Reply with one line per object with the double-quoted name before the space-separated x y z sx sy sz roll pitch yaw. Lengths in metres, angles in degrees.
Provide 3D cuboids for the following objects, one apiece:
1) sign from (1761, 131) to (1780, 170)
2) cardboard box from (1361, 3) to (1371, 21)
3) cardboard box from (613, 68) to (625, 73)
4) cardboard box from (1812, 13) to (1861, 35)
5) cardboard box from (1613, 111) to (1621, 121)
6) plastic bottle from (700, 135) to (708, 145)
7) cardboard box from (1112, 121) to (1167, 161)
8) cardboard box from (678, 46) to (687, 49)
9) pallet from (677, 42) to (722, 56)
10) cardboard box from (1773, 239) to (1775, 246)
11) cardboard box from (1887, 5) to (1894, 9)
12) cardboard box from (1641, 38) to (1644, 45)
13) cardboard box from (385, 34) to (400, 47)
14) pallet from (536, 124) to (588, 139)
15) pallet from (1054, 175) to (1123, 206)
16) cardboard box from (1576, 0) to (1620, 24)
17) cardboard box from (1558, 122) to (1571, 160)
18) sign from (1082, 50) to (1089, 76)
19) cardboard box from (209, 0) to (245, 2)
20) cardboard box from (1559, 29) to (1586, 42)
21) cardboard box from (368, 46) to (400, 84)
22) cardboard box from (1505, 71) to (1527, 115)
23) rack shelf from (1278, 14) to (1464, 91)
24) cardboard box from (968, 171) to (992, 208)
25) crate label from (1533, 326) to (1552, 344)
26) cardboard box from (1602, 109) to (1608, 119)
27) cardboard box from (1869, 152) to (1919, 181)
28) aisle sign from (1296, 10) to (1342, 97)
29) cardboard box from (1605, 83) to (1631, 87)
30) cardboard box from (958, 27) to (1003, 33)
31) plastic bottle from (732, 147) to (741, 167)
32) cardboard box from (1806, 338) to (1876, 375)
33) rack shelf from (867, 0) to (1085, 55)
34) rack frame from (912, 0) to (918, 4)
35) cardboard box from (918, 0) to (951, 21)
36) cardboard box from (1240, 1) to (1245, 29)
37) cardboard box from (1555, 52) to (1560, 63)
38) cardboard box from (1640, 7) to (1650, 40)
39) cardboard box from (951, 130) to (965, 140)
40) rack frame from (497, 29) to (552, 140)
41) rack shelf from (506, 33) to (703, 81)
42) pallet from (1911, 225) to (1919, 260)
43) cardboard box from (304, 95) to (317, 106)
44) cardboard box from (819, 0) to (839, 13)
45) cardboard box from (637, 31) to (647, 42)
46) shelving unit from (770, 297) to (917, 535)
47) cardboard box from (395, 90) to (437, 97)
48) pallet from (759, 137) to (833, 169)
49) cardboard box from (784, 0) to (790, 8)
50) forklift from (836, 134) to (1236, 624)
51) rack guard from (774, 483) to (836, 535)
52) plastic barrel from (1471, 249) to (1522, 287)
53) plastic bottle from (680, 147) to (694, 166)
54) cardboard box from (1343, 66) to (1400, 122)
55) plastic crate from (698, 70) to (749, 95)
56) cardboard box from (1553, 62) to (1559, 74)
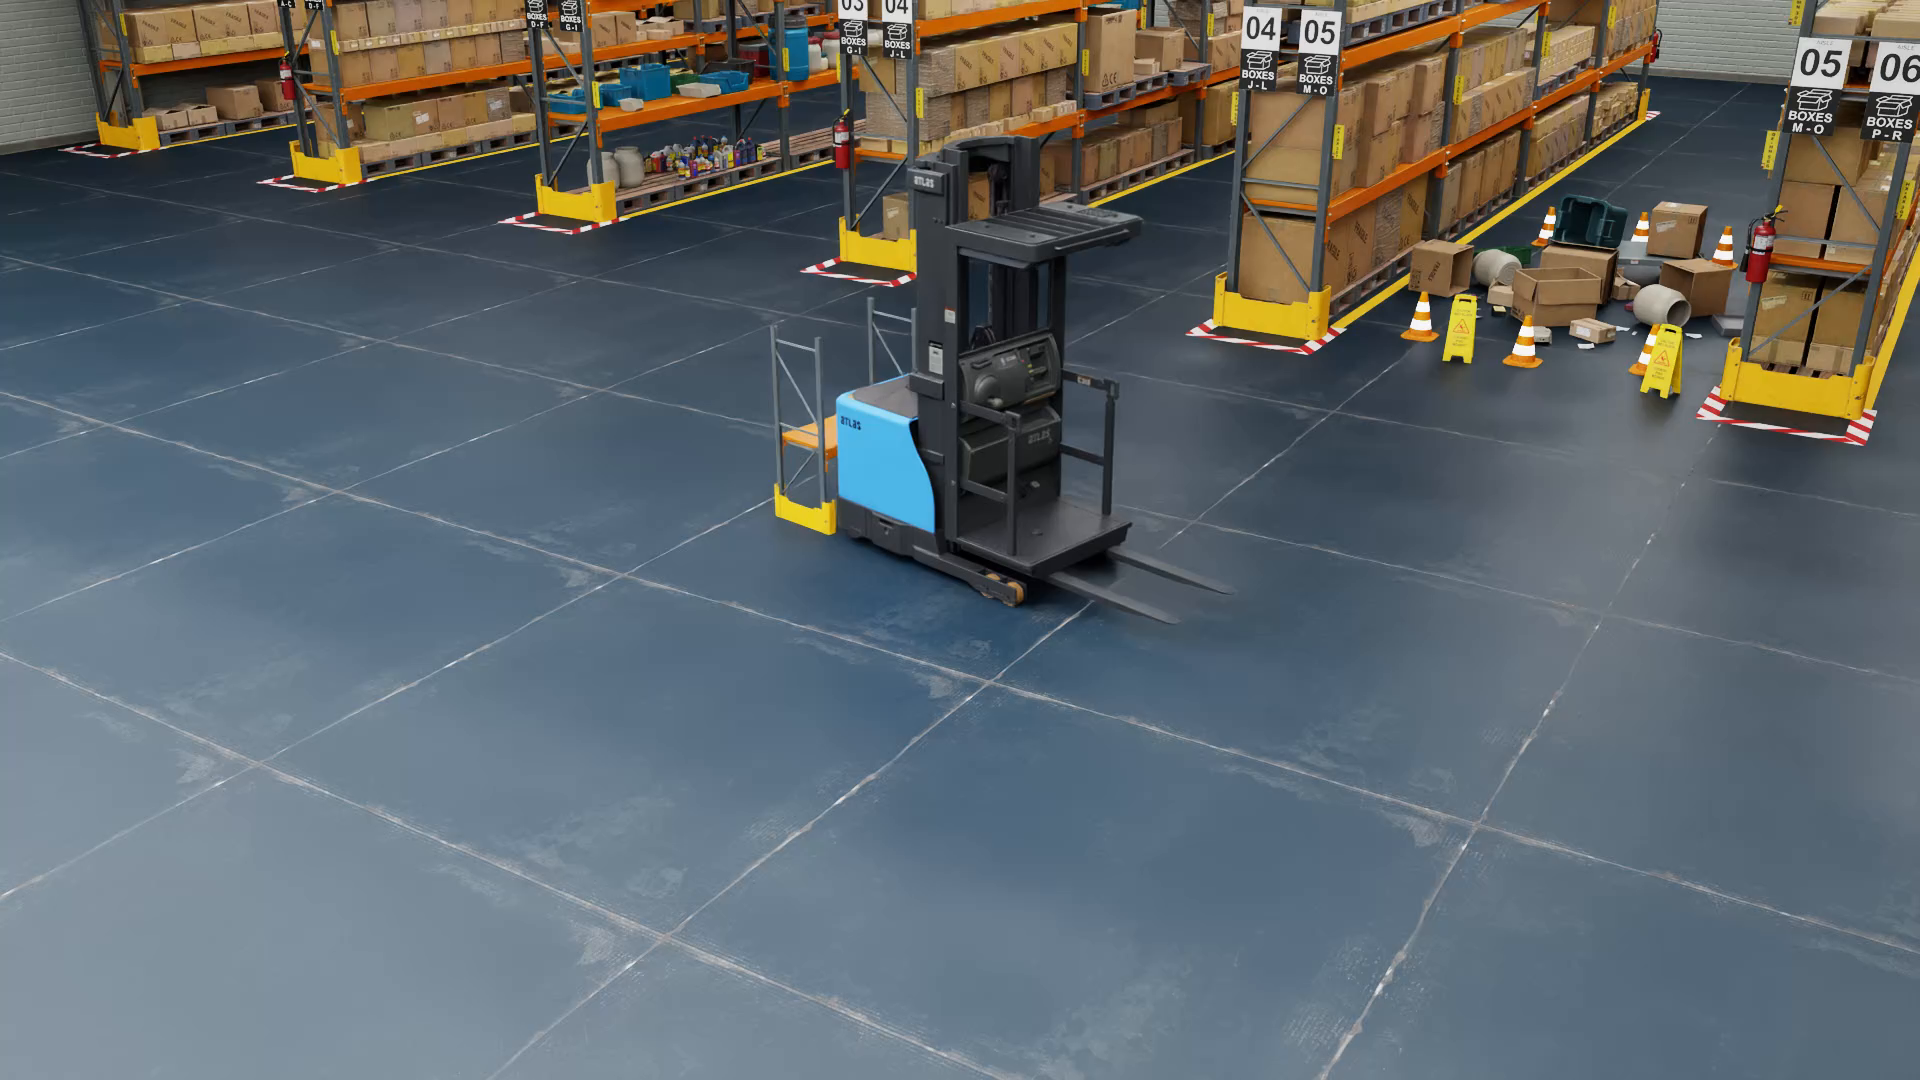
"sign" 7.036 -3.383 14.433 0.100 0.325 0.005 14 27 29
"cardboard box" 3.825 -5.221 16.420 0.380 0.149 0.250 14 27 29
"cardboard box" -5.912 -8.331 29.945 0.500 0.311 0.500 13 27 28
"cardboard box" 7.424 -4.386 14.143 0.380 0.149 0.250 14 27 29
"cardboard box" 10.954 -7.197 28.159 0.380 0.149 0.250 14 27 30
"plastic bottle" -3.799 -5.849 24.765 0.144 0.351 0.185 15 27 30
"cardboard box" 2.679 -5.994 24.914 0.700 0.500 0.500 11 26 25
"cardboard box" -6.468 -11.269 37.124 0.700 0.500 0.500 14 27 28
"pallet" -6.107 -11.198 37.851 1.003 0.211 1.213 14 27 29
"cardboard box" 7.552 -2.748 15.137 0.380 0.149 0.250 14 27 28
"cardboard box" 8.878 -5.110 16.317 0.500 0.250 0.500 14 27 29
"cardboard box" 11.583 -8.626 28.716 0.380 0.149 0.250 14 27 29
"cardboard box" -8.542 -7.426 24.686 0.380 0.149 0.250 13 27 28
"pallet" -6.871 -7.064 28.302 1.003 0.211 1.213 14 27 29
"pallet" 1.597 -4.993 23.519 1.003 0.211 1.213 14 27 29
"cardboard box" 10.013 -8.379 26.070 0.500 0.500 0.500 15 27 30
"cardboard box" 8.846 -6.034 25.031 0.500 0.500 0.500 13 27 28
"sign" 1.653 -6.296 21.928 0.100 0.325 0.005 14 27 29
"cardboard box" -12.406 -8.953 28.374 0.500 0.500 0.500 15 27 30
"cardboard box" 9.243 -7.633 25.145 0.380 0.149 0.250 13 27 27
"cardboard box" -8.806 -7.116 24.786 0.700 0.500 0.500 15 27 30
"cardboard box" 7.184 -5.956 22.106 0.500 0.500 0.500 14 27 29
"rack shelf" 4.293 -5.308 17.865 1.077 0.370 4.000 14 27 29
"cardboard box" 0.386 -4.508 21.505 0.500 0.500 0.500 11 26 24
"crate label" 5.867 -2.081 16.885 0.250 0.136 0.298 1 23 2
"cardboard box" 10.496 -7.085 27.526 0.380 0.149 0.250 15 28 31
"cardboard box" 8.782 -3.388 15.801 0.500 0.500 0.500 13 27 28
"aisle sign" 3.455 -4.692 16.042 0.394 0.787 0.004 14 27 29
"cardboard box" 11.433 -7.839 28.894 0.380 0.149 0.250 14 27 30
"cardboard box" 0.207 -6.215 21.071 0.500 0.500 0.500 14 27 29
"plastic bottle" -3.267 -5.597 24.268 0.061 0.283 0.133 16 28 32
"cardboard box" 8.157 -1.728 15.399 0.500 0.250 0.500 14 27 29
"rack shelf" 0.133 -6.381 20.345 1.077 0.370 4.000 14 27 29
"rack frame" -0.922 -7.413 18.046 1.000 3.000 0.127 14 27 29
"cardboard box" -0.449 -6.076 18.923 0.500 0.250 0.500 15 27 30
"cardboard box" 4.391 -8.557 26.851 0.797 0.503 0.637 15 27 31
"cardboard box" 8.428 -6.973 23.995 0.380 0.149 0.250 14 27 29
"cardboard box" 11.383 -8.791 28.280 0.500 0.500 0.500 13 27 28
"cardboard box" -0.163 -4.841 19.973 0.380 0.149 0.250 14 27 29
"rack frame" -7.227 -8.087 27.155 1.000 3.000 0.127 14 27 29
"rack shelf" -6.172 -8.432 28.857 1.077 0.370 4.000 14 27 29
"pallet" 11.303 -3.740 20.624 1.003 0.211 1.213 14 27 29
"cardboard box" -11.694 -7.839 29.594 0.380 0.166 0.250 10 25 22
"cardboard box" -2.506 -10.948 33.638 0.500 0.500 0.500 15 27 30
"cardboard box" -5.741 -8.880 29.302 0.380 0.149 0.250 16 28 33
"shelving unit" -0.839 -0.961 12.583 0.587 1.500 1.083 19 30 37
"cardboard box" -8.527 -6.764 26.089 0.500 0.500 0.500 14 27 29
"pallet" -2.639 -6.041 25.940 1.003 0.211 1.213 14 27 29
"cardboard box" -3.755 -10.667 32.461 0.700 0.500 0.500 19 30 37
"forklift" 0.499 -1.127 11.165 3.031 2.935 1.130 21 31 40
"rack guard" -1.165 -0.238 12.486 0.587 0.250 0.087 19 30 37
"plastic barrel" 6.053 -3.050 18.762 0.421 0.421 0.512 -7 24 -17
"plastic bottle" -3.983 -5.585 24.249 0.152 0.276 0.135 14 27 29
"cardboard box" 4.258 -4.839 18.105 0.875 0.550 0.500 14 27 29
"plastic crate" -3.373 -6.549 23.790 0.499 0.251 0.616 14 27 29
"cardboard box" 8.428 -6.836 24.053 0.380 0.149 0.250 15 28 31
